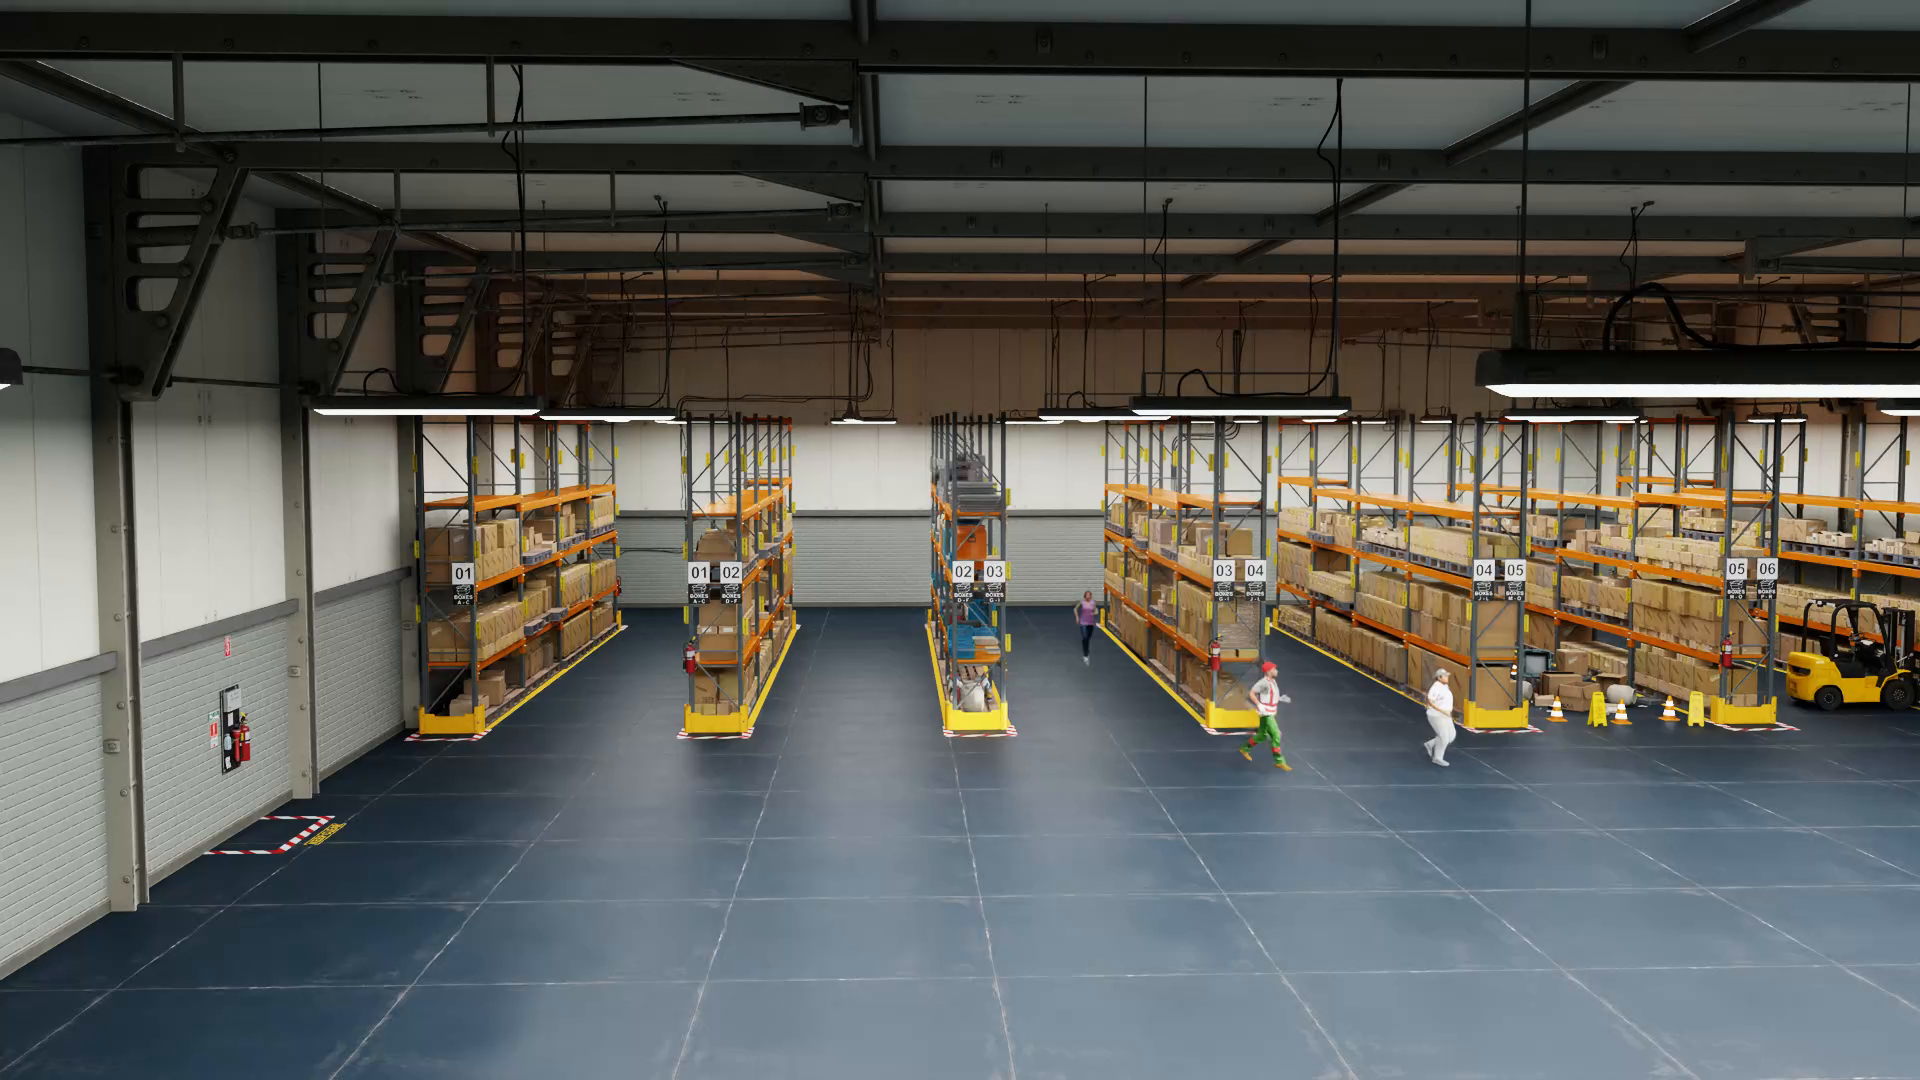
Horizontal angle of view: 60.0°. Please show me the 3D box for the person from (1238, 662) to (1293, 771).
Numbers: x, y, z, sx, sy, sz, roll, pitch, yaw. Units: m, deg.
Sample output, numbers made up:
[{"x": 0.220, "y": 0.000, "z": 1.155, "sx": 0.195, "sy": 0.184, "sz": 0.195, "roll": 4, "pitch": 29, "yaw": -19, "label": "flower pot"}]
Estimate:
[{"x": 5.101, "y": 2.923, "z": 27.789, "sx": 1.005, "sy": 1.790, "sz": 0.671, "roll": 2, "pitch": 4, "yaw": 27, "label": "person"}]

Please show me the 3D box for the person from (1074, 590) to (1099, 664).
[{"x": 2.954, "y": 2.020, "z": 38.622, "sx": 0.506, "sy": 1.673, "sz": 0.691, "roll": -1, "pitch": 4, "yaw": -15, "label": "person"}]

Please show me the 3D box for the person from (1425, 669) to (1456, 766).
[{"x": 8.109, "y": 2.994, "z": 28.213, "sx": 0.551, "sy": 1.635, "sz": 0.610, "roll": 3, "pitch": 5, "yaw": 38, "label": "person"}]
